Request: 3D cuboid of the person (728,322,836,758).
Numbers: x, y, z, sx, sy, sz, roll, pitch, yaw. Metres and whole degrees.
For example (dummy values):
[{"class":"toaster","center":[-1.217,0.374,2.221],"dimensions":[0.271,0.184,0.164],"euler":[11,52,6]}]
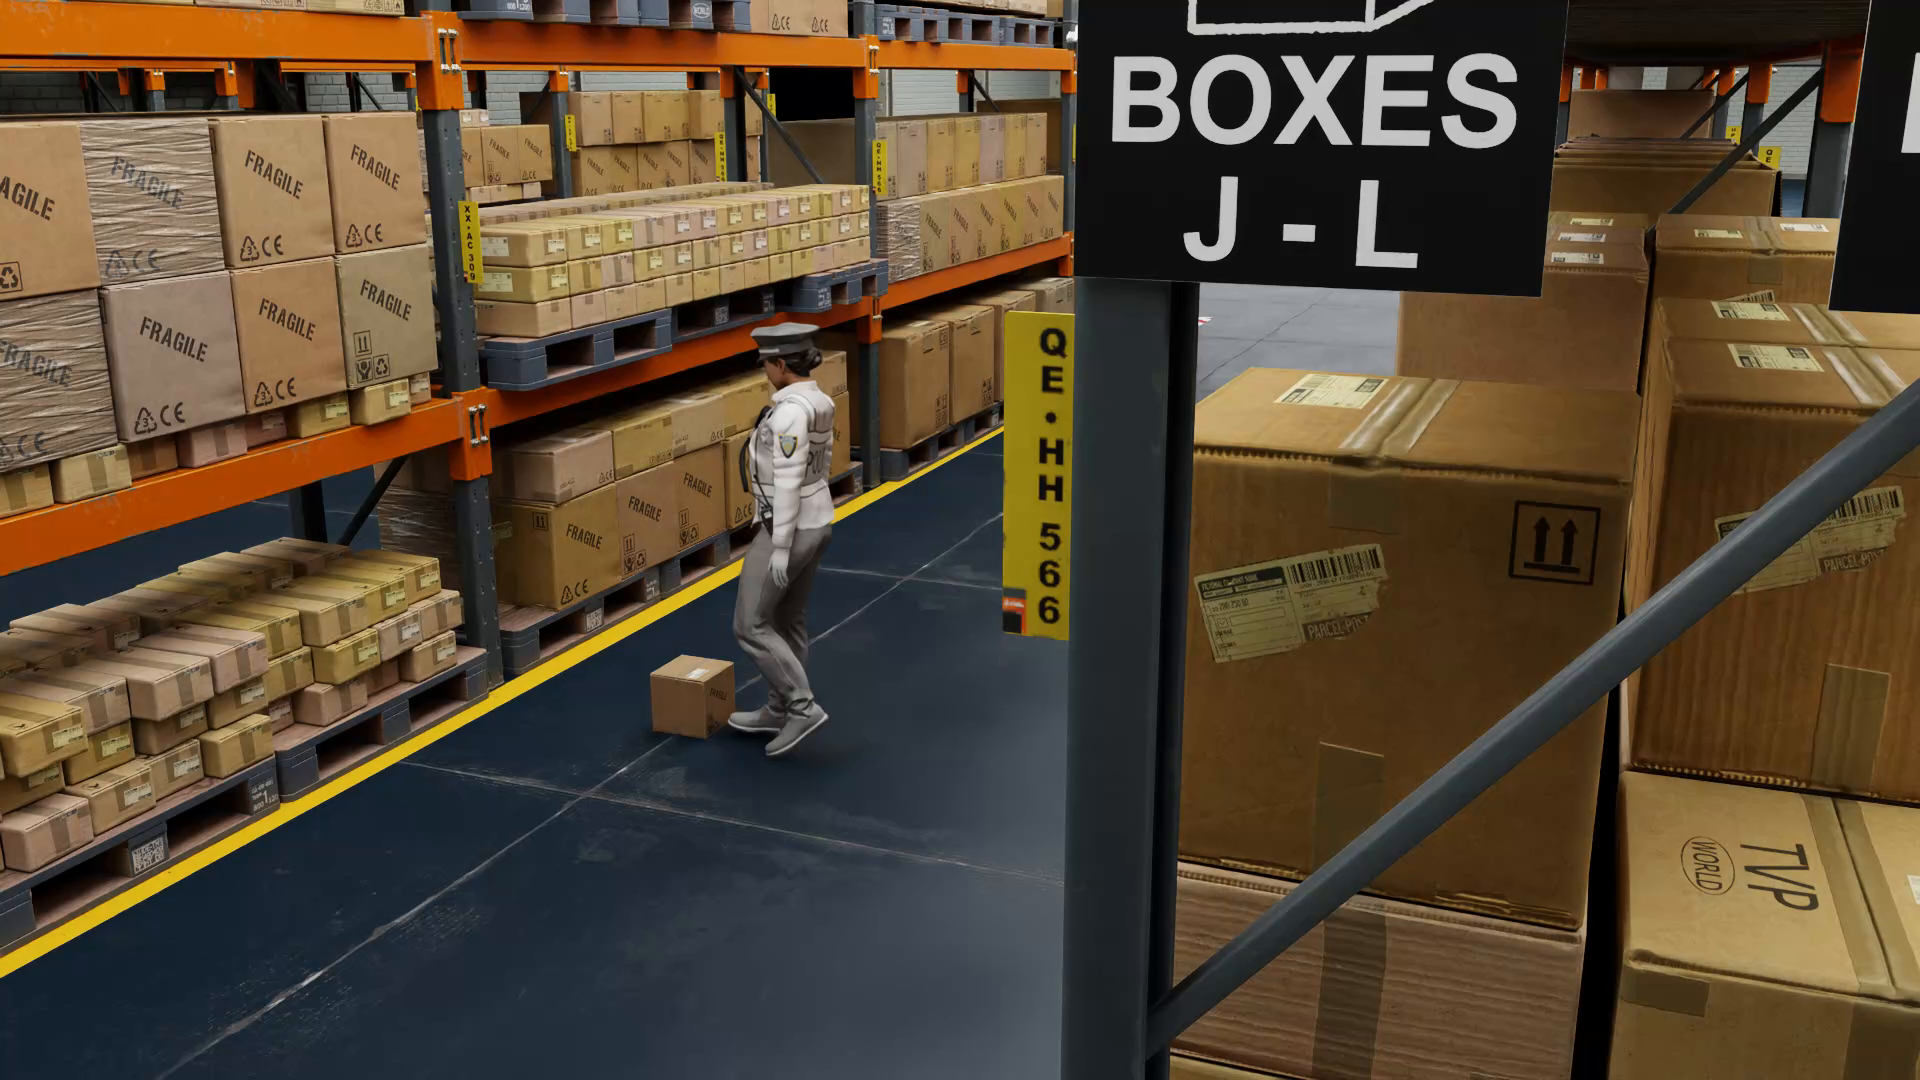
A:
[{"class":"person","center":[-0.713,-0.006,6.486],"dimensions":[0.484,1.656,0.516],"euler":[3,16,12]}]
